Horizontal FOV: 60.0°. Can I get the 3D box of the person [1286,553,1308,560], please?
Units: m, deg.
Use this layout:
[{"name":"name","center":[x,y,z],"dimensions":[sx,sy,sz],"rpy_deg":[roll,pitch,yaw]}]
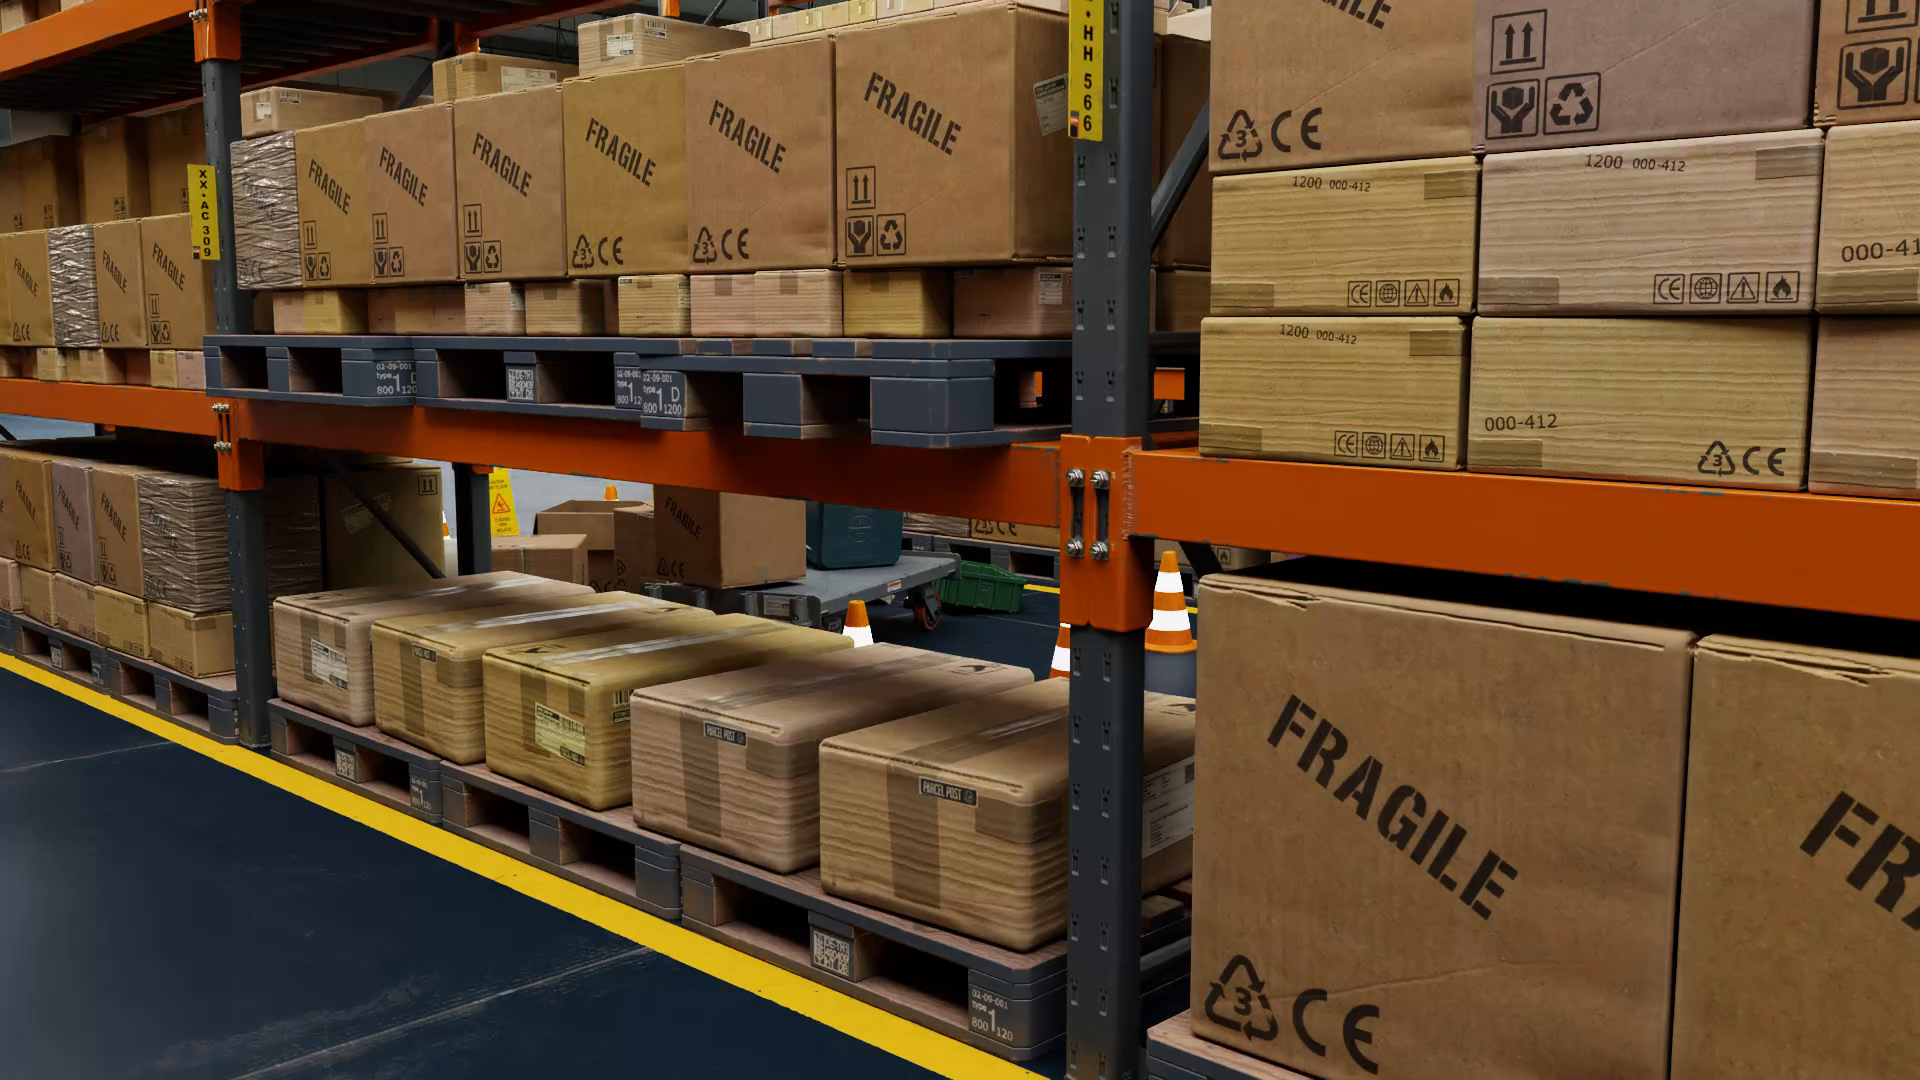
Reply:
[{"name":"person","center":[1.582,0.346,6.004],"dimensions":[0.853,0.860,0.423],"rpy_deg":[6,10,41]}]
